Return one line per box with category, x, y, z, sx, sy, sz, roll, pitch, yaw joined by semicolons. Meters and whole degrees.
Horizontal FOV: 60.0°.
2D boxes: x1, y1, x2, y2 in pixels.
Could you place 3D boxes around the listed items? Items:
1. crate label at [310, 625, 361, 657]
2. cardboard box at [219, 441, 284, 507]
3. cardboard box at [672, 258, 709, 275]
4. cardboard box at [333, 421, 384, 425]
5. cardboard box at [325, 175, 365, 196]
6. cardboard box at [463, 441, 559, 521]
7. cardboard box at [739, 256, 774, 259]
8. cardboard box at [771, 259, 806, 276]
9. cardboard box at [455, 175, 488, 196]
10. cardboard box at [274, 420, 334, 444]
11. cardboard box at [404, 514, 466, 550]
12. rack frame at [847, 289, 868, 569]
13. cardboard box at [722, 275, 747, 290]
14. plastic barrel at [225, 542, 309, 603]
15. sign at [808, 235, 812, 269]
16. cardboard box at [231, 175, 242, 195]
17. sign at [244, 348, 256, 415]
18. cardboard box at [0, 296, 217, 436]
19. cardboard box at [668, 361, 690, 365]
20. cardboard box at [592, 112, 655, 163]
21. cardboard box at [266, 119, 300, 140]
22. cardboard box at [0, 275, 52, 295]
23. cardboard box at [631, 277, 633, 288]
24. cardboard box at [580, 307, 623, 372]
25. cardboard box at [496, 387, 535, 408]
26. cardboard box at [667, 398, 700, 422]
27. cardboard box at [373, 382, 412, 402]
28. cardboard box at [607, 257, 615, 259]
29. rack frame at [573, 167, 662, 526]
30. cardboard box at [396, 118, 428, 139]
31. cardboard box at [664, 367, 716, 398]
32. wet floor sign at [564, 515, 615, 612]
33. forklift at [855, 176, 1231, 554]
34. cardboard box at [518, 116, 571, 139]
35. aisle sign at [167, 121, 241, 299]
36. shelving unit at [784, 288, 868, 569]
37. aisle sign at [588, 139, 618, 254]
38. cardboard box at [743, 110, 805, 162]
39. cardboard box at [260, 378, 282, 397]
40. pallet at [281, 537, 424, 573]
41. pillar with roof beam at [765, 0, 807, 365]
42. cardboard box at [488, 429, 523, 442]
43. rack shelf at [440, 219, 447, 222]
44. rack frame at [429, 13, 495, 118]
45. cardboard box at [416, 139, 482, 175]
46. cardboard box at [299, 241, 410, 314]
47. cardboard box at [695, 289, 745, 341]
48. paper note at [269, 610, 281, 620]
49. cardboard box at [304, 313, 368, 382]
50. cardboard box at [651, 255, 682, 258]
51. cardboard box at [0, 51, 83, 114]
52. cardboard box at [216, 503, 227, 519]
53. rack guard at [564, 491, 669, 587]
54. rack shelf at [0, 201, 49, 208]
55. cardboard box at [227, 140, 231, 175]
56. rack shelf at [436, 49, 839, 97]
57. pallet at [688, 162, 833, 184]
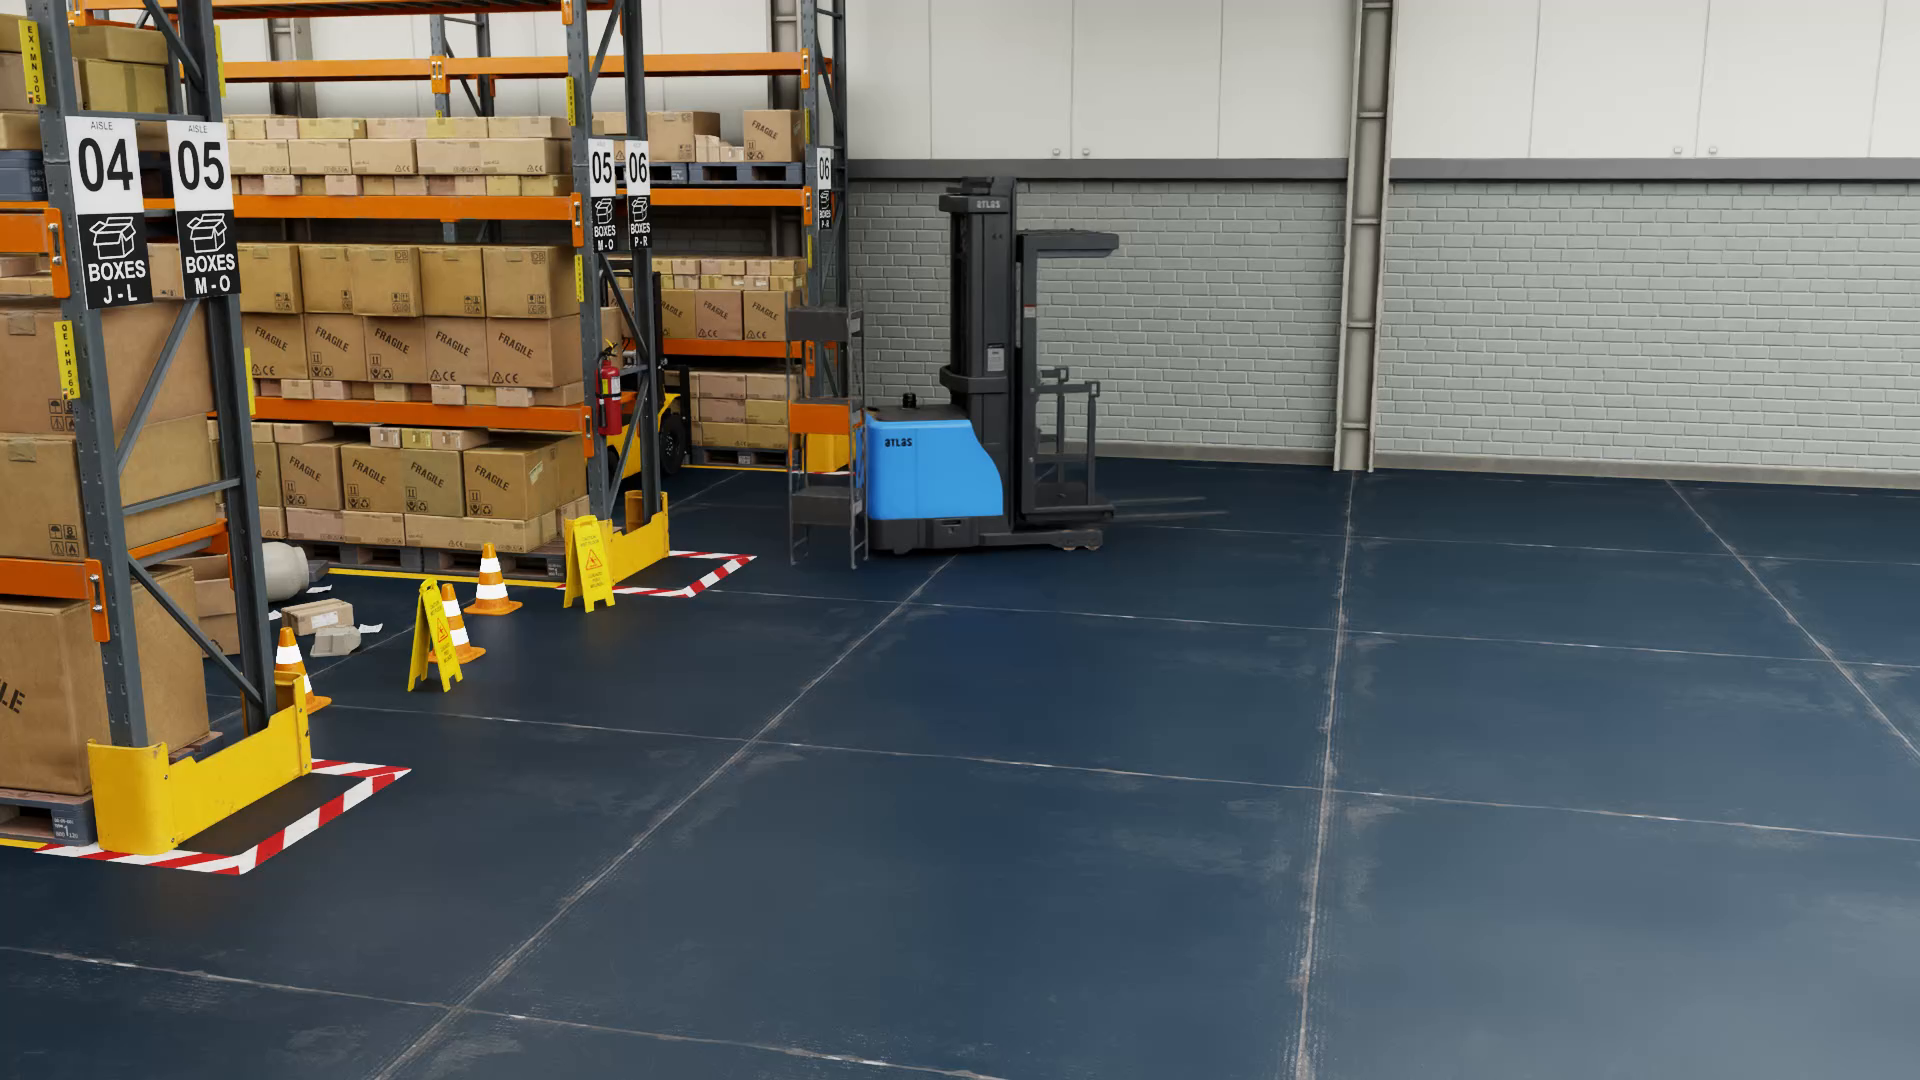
crate label;-3.965;0.634;10.558;0.298;0.136;0.250;-4;13;-16
cardboard box;-5.377;-0.559;12.975;0.500;0.500;0.500;4;13;16
cardboard box;-2.747;-2.797;17.001;0.250;0.149;0.380;3;13;15
cardboard box;-6.483;-1.599;18.530;0.625;0.625;0.875;3;13;13
cardboard box;-4.439;-2.607;12.214;0.250;0.149;0.380;3;13;13
cardboard box;-3.364;-0.451;12.488;0.500;0.500;0.500;3;13;14
cardboard box;-2.119;-2.884;17.392;0.250;0.149;0.380;3;13;15
cardboard box;-1.737;-2.764;16.853;0.250;0.149;0.380;3;13;14
cardboard box;-3.437;-2.564;12.019;0.250;0.149;0.380;3;13;15
cardboard box;-5.031;-0.842;12.754;0.250;0.149;0.380;4;13;17
cardboard box;-3.874;-0.112;12.692;0.500;0.250;0.500;3;13;14
rack frame;-0.779;-0.843;12.685;0.015;2.100;0.400;3;13;13
cardboard box;-2.235;-2.637;16.967;0.250;0.149;0.380;3;13;15
plastic barrel;-4.892;0.234;11.704;0.512;0.421;0.421;-9;15;-35
sign;-1.482;-2.847;16.420;0.005;0.325;0.100;3;13;14
cardboard box;-5.422;-2.681;12.546;0.250;0.149;0.380;3;13;15
sign;-3.473;-0.767;8.084;0.005;0.325;0.100;3;13;14
cardboard box;-3.963;-0.817;7.652;0.550;0.550;0.875;3;13;14
cardboard box;-3.224;-1.776;17.885;0.500;0.250;0.500;3;13;12
cardboard box;-3.356;-4.132;17.070;0.637;0.503;0.797;3;13;15
cardboard box;-4.902;-3.033;12.293;0.250;0.149;0.380;3;13;13
cardboard box;-7.393;-1.843;13.229;0.500;0.500;0.500;3;13;14
cardboard box;-3.214;-2.697;17.237;0.250;0.149;0.380;3;13;13
cardboard box;-2.917;-1.512;12.707;0.500;0.500;0.500;3;13;13
cardboard box;-3.211;-1.077;12.243;0.250;0.149;0.380;3;13;13
cardboard box;-2.876;-1.396;17.326;0.500;0.250;0.500;3;13;12
cardboard box;-4.197;-1.139;12.521;0.250;0.149;0.380;3;13;13
cardboard box;-3.714;-2.869;17.323;0.250;0.149;0.380;3;13;13
rack frame;-2.524;-1.235;12.377;0.127;3.000;1.000;3;13;14
cardboard box;-3.886;-2.991;12.103;0.250;0.149;0.380;3;13;14
cardboard box;-2.850;-1.638;17.261;0.500;0.250;0.500;3;13;14
wet floor sign;-2.596;0.149;11.573;0.232;0.644;0.267;8;15;33
forklift;0.691;-1.452;13.513;3.031;2.935;1.130;-2;13;-10
cardboard box;-2.923;-2.922;11.792;0.250;0.149;0.380;3;13;14
aisle sign;-3.471;-1.518;7.648;0.004;0.787;0.394;3;13;14
shelving unit;-1.017;-0.855;12.739;0.503;2.100;0.431;3;13;13
aisle sign;-2.533;-2.440;11.806;0.004;0.787;0.394;3;13;14
cardboard box;-1.827;-4.018;16.563;0.500;0.500;0.500;3;13;15
cardboard box;-5.158;-1.200;12.795;0.250;0.149;0.380;3;13;13
pallet;-4.559;0.009;13.207;1.213;0.211;1.003;3;13;14
pillar with roof beam;-2.830;-4.529;13.369;0.400;9.000;9.100;3;13;14
cardboard box;-3.773;-0.591;13.122;0.500;0.500;0.500;3;13;11
rack shelf;-7.164;-3.704;18.239;4.000;0.370;1.077;3;13;14
rack frame;-5.222;-5.416;17.368;0.127;3.000;1.000;3;13;14
cardboard box;-3.570;-2.771;12.032;0.500;0.250;0.500;3;13;13
cardboard box;-4.533;-1.986;12.533;0.500;0.500;0.700;3;13;13
cardboard box;-2.381;-2.327;17.068;0.500;0.500;0.500;3;13;15
paper note;-4.707;0.514;11.375;0.142;0.019;0.148;8;15;33
cardboard box;-4.574;-1.484;12.578;0.500;0.500;0.500;3;13;14
cardboard box;-3.108;-2.939;17.639;0.250;0.149;0.380;3;13;14
cardboard box;-4.154;-1.946;7.114;0.500;0.250;0.500;3;13;14
cardboard box;-5.899;-0.218;13.171;0.500;0.250;0.500;2;13;11
rack guard;-2.598;-0.019;12.665;0.348;0.500;1.175;3;13;14
rack shelf;-8.349;-2.660;13.533;4.000;0.370;1.077;3;13;14
cardboard box;-5.543;-2.874;12.497;0.500;0.250;0.500;3;13;13
rack shelf;-3.280;-4.766;17.022;4.000;0.370;1.077;3;13;14
pallet;-2.019;-3.743;16.957;1.213;0.211;1.003;3;13;14
